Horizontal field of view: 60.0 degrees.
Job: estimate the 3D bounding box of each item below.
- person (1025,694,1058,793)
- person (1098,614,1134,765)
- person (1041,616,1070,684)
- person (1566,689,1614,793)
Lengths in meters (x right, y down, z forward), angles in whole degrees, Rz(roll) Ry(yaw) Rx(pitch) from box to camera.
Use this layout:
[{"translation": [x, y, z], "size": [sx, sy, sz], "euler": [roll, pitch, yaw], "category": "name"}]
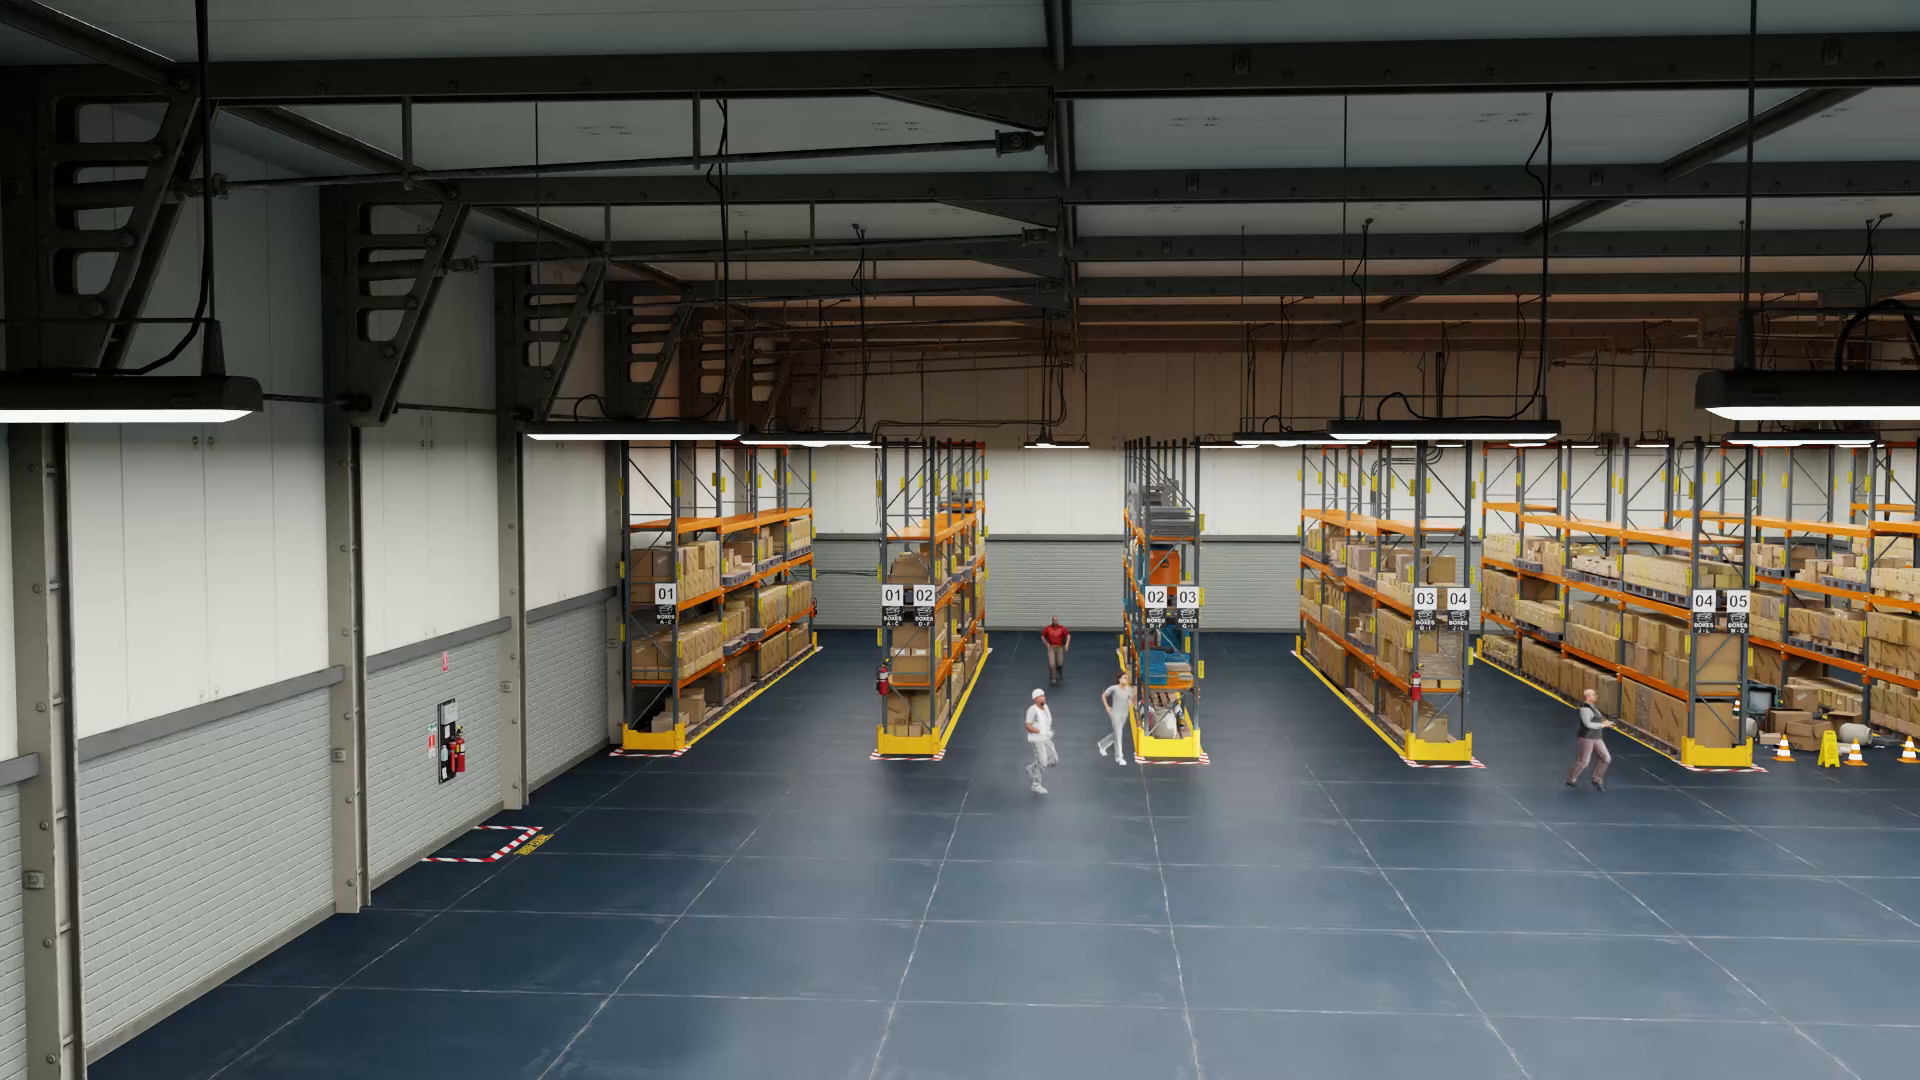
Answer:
[{"translation": [12.657, 2.238, 31.896], "size": [15.819, 3.552, 19.321], "euler": [2, 4, 31], "category": "person"}, {"translation": [3.658, 2.929, 36.503], "size": [7.489, 1.651, 10.616], "euler": [-2, 3, -28], "category": "person"}, {"translation": [2.349, 2.690, 40.889], "size": [0.713, 1.672, 0.630], "euler": [0, 3, 1], "category": "person"}, {"translation": [10.594, 3.378, 27.888], "size": [0.759, 1.780, 0.515], "euler": [3, 4, 42], "category": "person"}]
